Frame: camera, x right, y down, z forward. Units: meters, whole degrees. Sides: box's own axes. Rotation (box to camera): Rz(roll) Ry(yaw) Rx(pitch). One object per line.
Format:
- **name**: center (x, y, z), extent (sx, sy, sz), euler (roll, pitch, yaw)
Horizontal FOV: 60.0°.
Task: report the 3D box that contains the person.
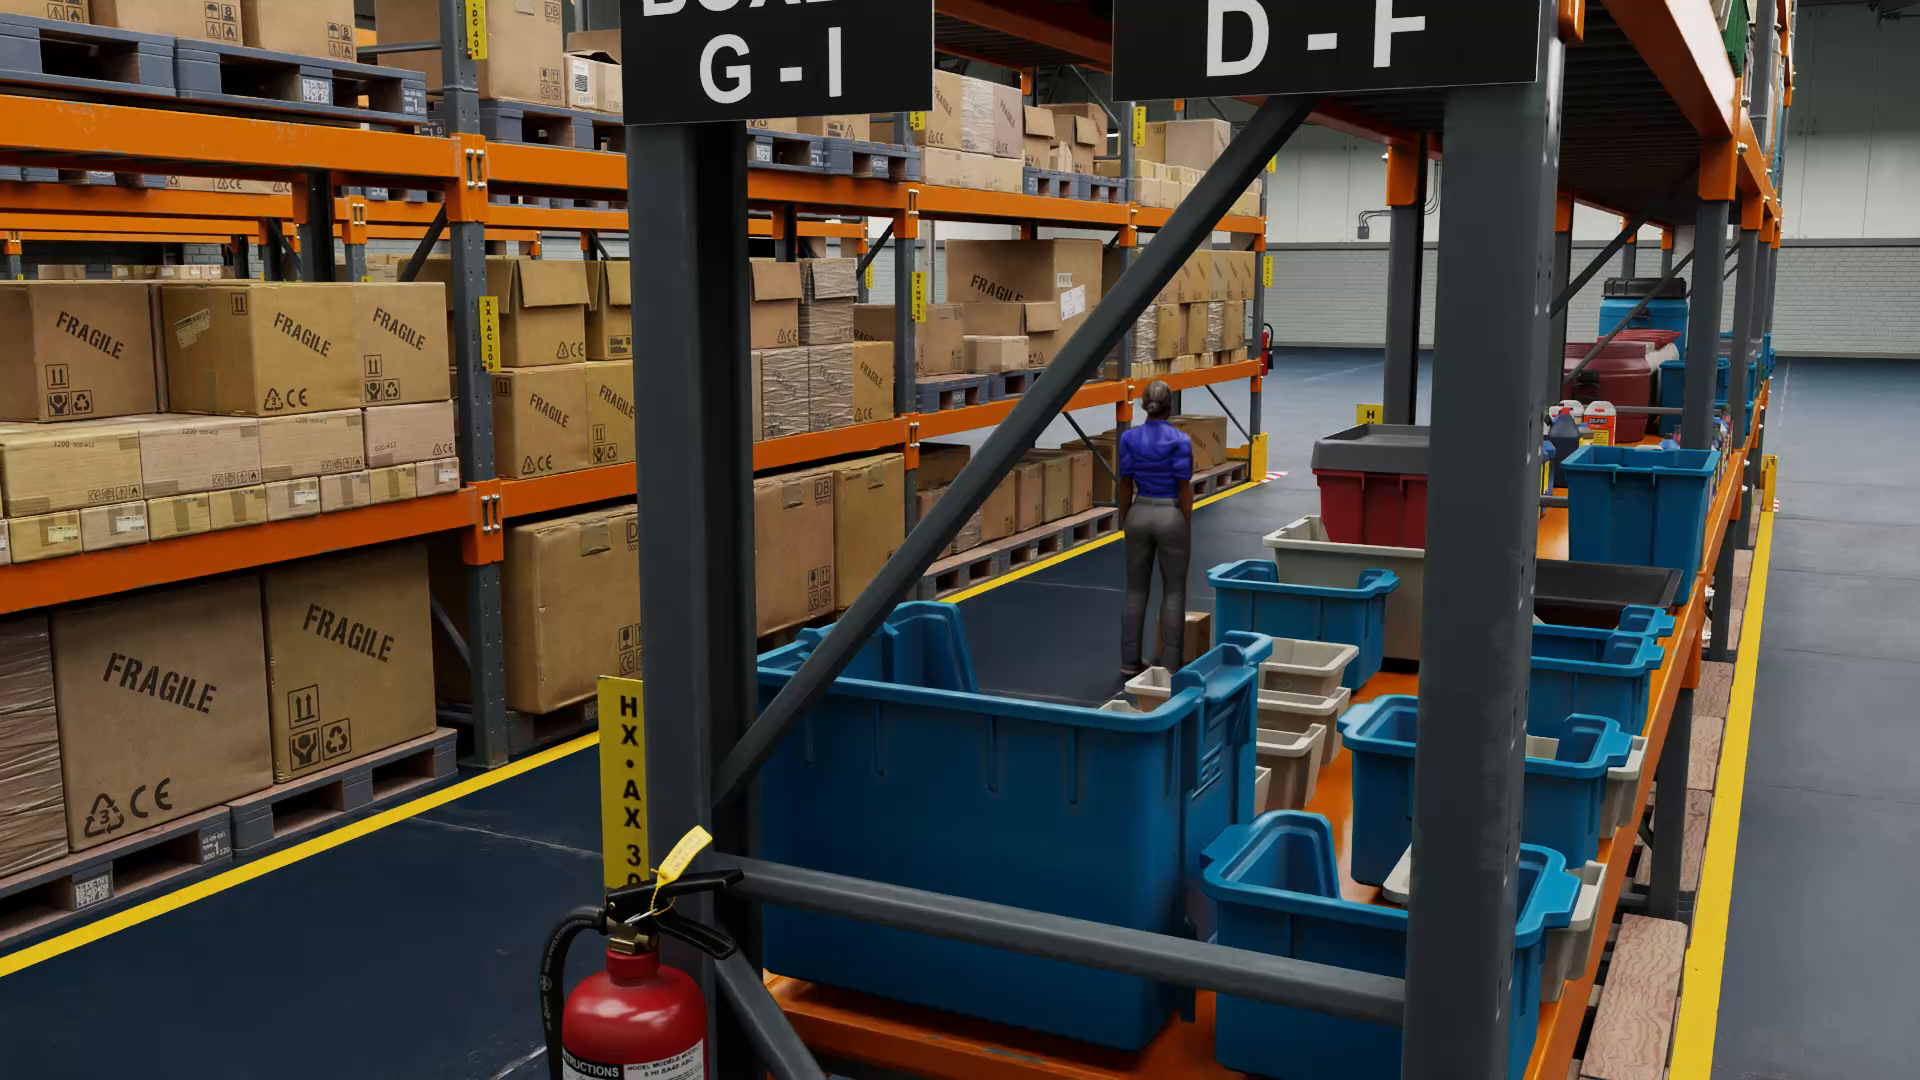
- **person**: center (1.087, -0.051, 9.235), extent (0.437, 1.671, 0.298), euler (5, 10, 27)
